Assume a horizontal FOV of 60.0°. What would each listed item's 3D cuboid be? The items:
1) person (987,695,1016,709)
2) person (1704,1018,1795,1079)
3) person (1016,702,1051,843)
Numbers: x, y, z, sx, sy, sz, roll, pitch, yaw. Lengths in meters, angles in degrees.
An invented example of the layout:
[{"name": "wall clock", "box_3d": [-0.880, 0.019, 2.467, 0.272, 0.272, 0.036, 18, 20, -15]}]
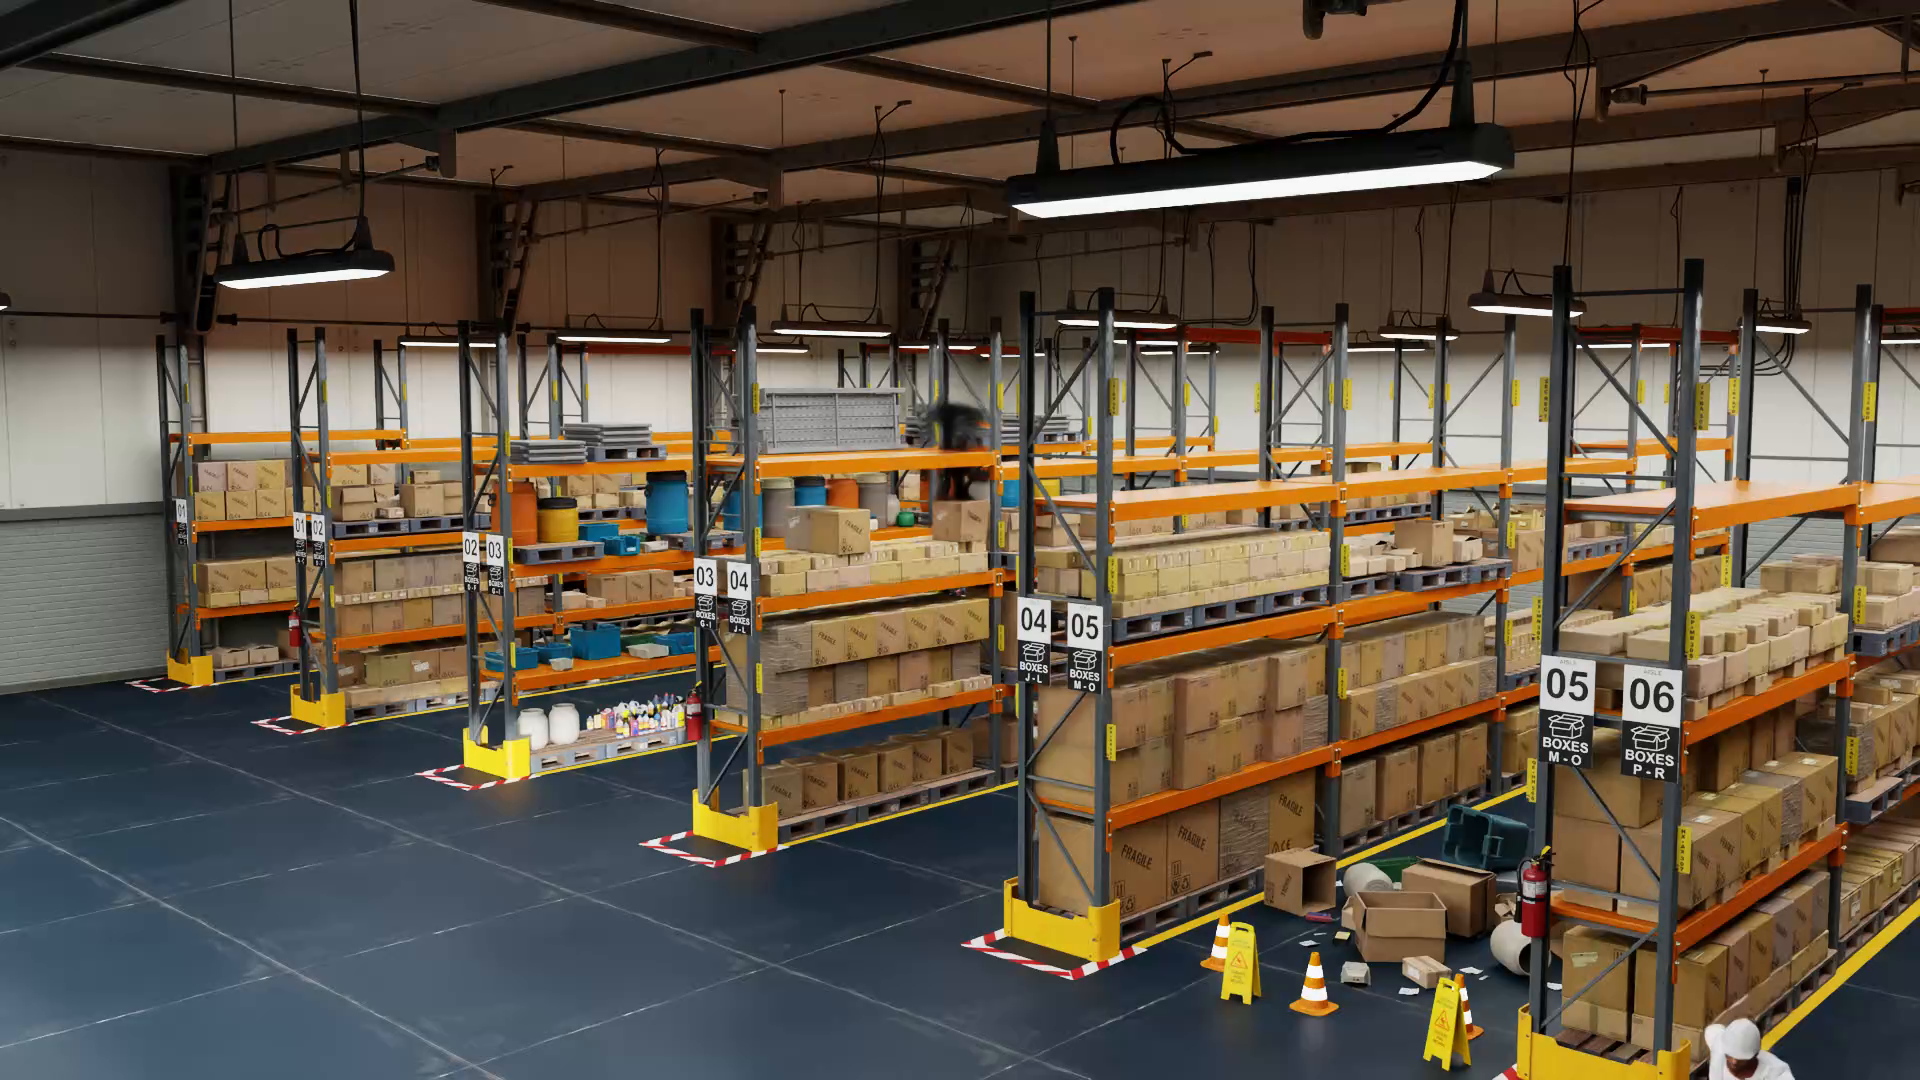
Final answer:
[{"name": "person", "box_3d": [0.687, 2.047, 24.626, 0.597, 1.715, 0.728, 4, 7, 39]}, {"name": "person", "box_3d": [4.639, 3.473, 9.827, 0.681, 1.515, 1.027, 5, 7, 44]}, {"name": "person", "box_3d": [0.987, 2.597, 19.134, 0.624, 1.646, 0.959, 2, 6, 18]}]
